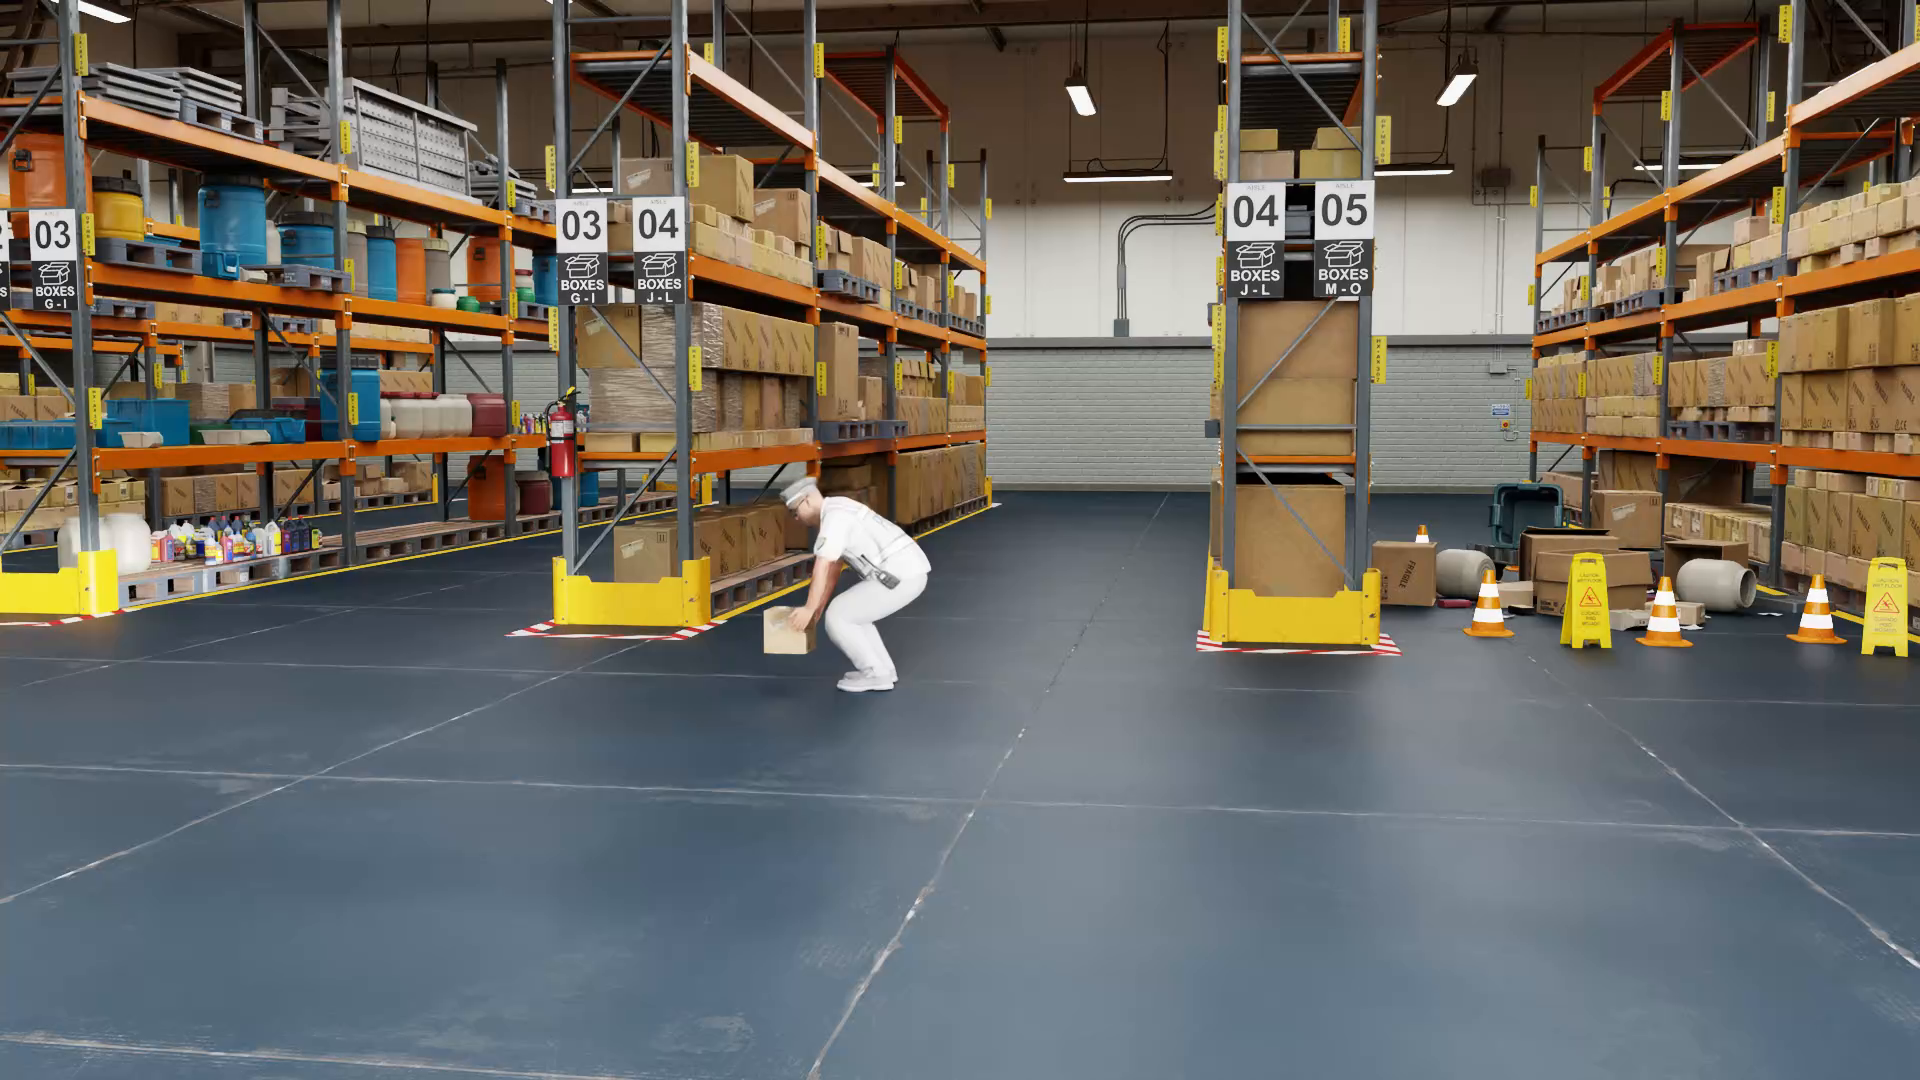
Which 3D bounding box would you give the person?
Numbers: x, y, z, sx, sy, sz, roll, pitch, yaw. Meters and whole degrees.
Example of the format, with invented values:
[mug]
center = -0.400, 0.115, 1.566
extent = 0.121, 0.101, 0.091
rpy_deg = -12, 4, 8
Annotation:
[person]
center = -0.622, 0.249, 9.721
extent = 0.882, 1.242, 0.581
rpy_deg = 1, 4, 9
